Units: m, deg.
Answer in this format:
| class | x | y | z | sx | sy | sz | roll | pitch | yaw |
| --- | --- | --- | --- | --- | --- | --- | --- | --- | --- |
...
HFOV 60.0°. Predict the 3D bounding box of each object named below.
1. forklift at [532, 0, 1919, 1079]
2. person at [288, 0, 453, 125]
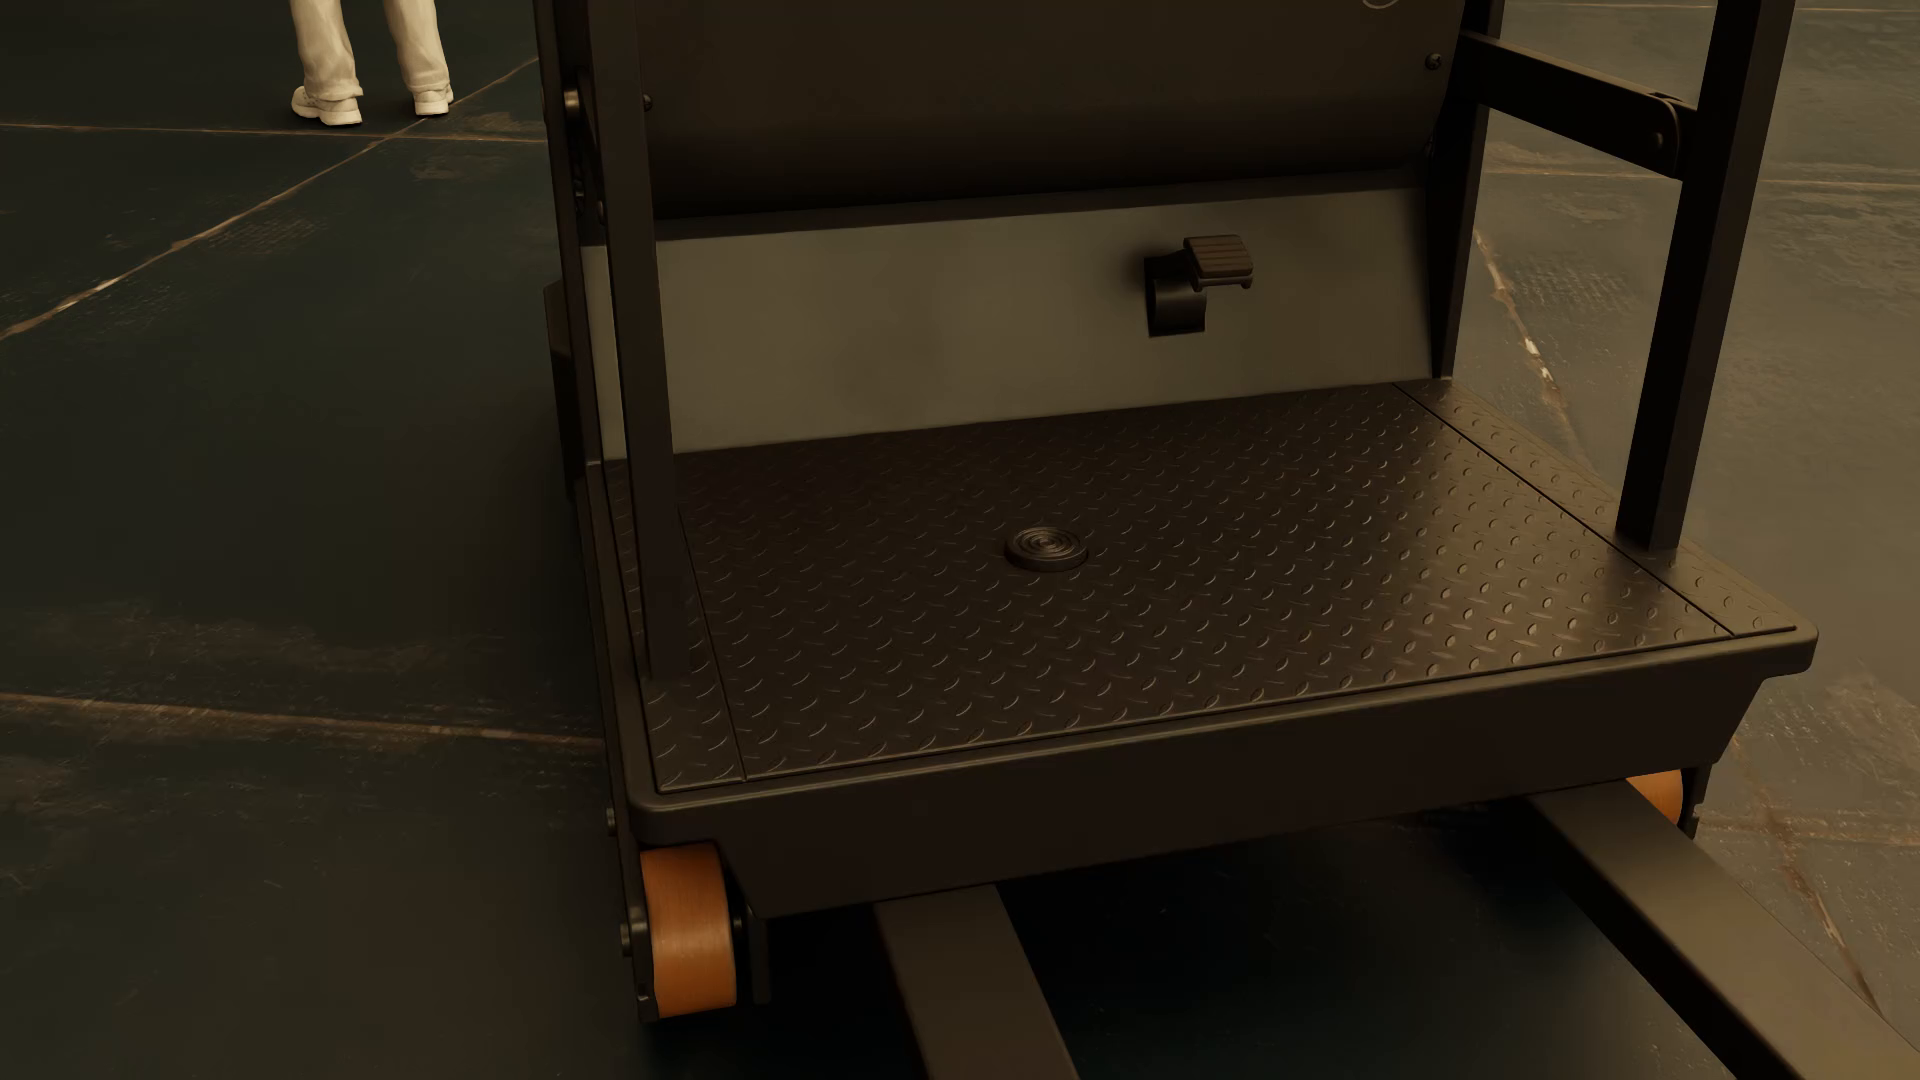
| class | x | y | z | sx | sy | sz | roll | pitch | yaw |
| --- | --- | --- | --- | --- | --- | --- | --- | --- | --- |
| forklift | 0.153 | -1.049 | 1.319 | 1.130 | 2.935 | 3.031 | -7 | 27 | -13 |
| person | -1.830 | -2.102 | 4.729 | 0.649 | 1.773 | 0.432 | -17 | 31 | -30 |
